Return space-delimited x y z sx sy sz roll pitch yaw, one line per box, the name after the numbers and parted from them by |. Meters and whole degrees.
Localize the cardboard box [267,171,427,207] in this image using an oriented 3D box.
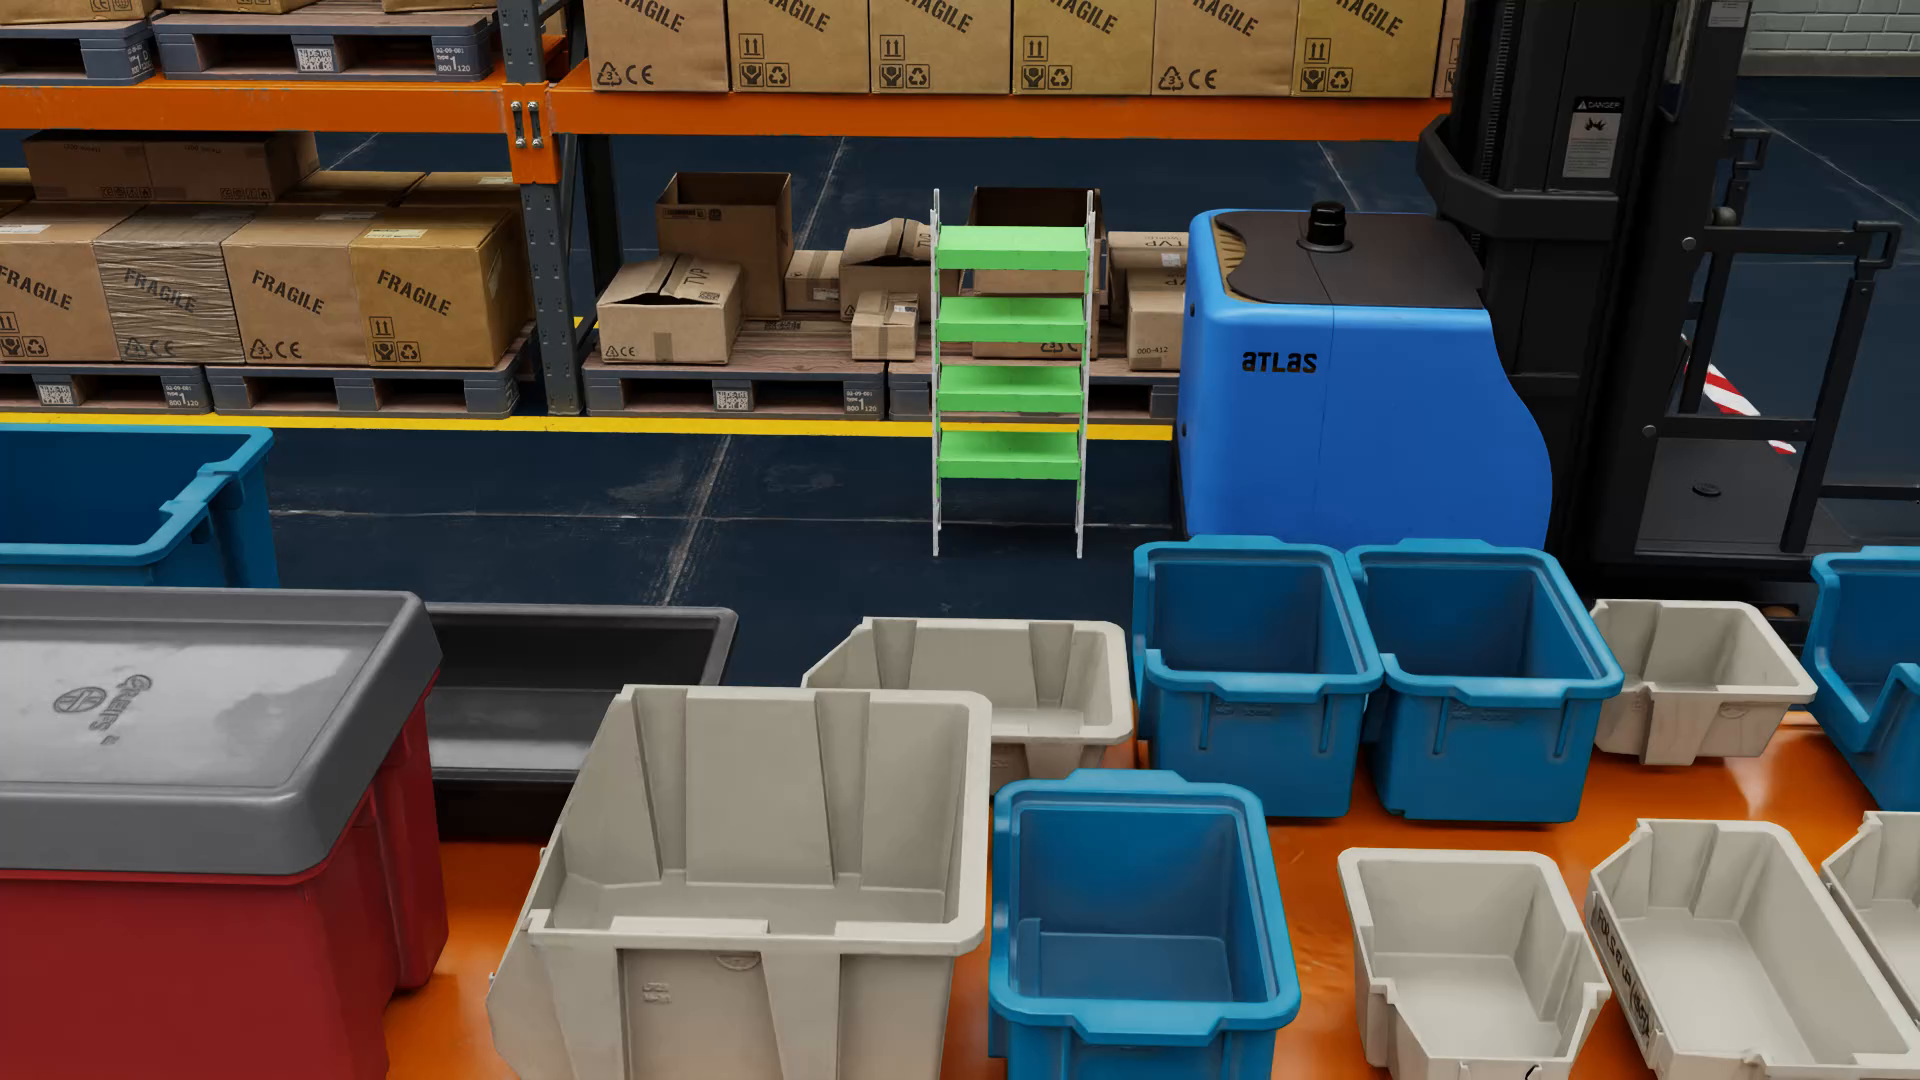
-2.583 -1.270 7.142 0.500 0.500 0.500 1 28 3 | cardboard box

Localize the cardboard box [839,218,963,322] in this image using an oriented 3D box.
-0.246 -1.171 7.158 0.500 0.311 0.500 1 28 2 | cardboard box

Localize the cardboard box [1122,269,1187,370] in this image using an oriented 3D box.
0.922 -0.891 6.694 0.500 0.250 0.500 1 28 2 | cardboard box

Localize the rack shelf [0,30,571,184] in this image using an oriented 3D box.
-3.574 -1.769 6.653 4.000 0.370 1.077 1 28 2 | rack shelf

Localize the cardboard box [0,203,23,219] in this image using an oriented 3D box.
-4.103 -1.052 6.731 0.500 0.500 0.500 1 28 1 | cardboard box

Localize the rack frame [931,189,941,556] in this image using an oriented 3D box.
-0.078 -0.531 5.471 0.015 1.200 0.240 1 28 2 | rack frame

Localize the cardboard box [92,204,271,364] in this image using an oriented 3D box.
-3.073 -1.039 6.706 0.500 0.500 0.500 1 28 2 | cardboard box

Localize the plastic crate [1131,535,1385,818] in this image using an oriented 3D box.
0.393 0.193 2.298 0.300 0.233 0.416 1 28 2 | plastic crate

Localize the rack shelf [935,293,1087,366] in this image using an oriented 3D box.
0.165 -0.683 5.381 0.480 0.148 0.258 1 28 2 | rack shelf

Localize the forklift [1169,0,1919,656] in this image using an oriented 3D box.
2.231 -1.184 4.855 3.031 2.935 1.130 2 28 4 | forklift

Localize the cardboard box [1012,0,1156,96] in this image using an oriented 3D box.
0.445 -1.938 6.097 0.500 0.500 0.500 1 28 1 | cardboard box

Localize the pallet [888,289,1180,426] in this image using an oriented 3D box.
0.334 -0.791 7.018 1.213 0.211 1.003 1 28 2 | pallet

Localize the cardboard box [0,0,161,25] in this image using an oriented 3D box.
-3.343 -2.284 6.301 0.500 0.500 0.700 -6 29 -11 | cardboard box

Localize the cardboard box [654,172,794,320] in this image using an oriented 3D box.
-0.996 -1.267 7.137 0.500 0.500 0.500 1 28 2 | cardboard box

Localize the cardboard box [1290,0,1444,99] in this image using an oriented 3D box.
1.447 -1.919 6.061 0.500 0.500 0.500 1 28 2 | cardboard box

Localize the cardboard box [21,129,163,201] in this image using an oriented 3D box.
-3.551 -1.622 7.006 0.500 0.250 0.500 0 28 1 | cardboard box

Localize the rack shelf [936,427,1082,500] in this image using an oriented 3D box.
0.165 -0.259 5.606 0.480 0.148 0.258 1 28 2 | rack shelf

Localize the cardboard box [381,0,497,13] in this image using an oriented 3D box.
-2.041 -2.396 6.513 0.500 0.500 0.700 -8 29 -15 | cardboard box

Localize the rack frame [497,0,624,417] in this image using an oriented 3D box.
-1.575 -2.054 6.422 0.127 3.000 1.000 1 28 2 | rack frame

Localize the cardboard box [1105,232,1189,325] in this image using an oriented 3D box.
0.890 -1.126 7.137 0.500 0.250 0.500 1 28 2 | cardboard box

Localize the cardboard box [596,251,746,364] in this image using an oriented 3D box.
-1.163 -0.952 6.745 0.500 0.311 0.500 1 28 2 | cardboard box

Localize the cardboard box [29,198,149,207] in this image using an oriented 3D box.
-3.588 -1.290 7.180 0.500 0.500 0.500 0 28 0 | cardboard box

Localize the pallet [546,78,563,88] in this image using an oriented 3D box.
-2.178 -3.118 11.407 1.213 0.211 1.003 1 28 2 | pallet

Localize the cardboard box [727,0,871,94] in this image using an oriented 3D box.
-0.563 -1.955 6.129 0.500 0.500 0.500 1 28 3 | cardboard box

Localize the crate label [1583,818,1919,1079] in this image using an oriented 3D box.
0.854 0.487 1.846 0.243 0.136 0.396 1 28 2 | crate label

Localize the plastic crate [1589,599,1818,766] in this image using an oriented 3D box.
1.013 0.207 2.374 0.298 0.136 0.250 1 28 2 | plastic crate

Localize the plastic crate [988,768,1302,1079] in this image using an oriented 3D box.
0.183 0.464 1.787 0.300 0.233 0.416 1 28 2 | plastic crate

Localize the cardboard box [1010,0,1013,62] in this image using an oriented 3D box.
-0.038 -2.195 6.581 0.500 0.500 0.500 2 28 3 | cardboard box

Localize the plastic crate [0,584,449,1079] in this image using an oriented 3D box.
-0.870 0.342 1.770 0.583 0.464 0.402 1 28 2 | plastic crate

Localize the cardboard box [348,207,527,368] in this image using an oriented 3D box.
-2.078 -1.018 6.667 0.500 0.500 0.500 1 28 2 | cardboard box

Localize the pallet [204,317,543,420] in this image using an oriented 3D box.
-2.389 -0.818 7.067 1.213 0.211 1.003 1 28 2 | pallet

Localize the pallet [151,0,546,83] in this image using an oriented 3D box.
-2.370 -2.034 6.589 1.213 0.211 1.003 1 28 2 | pallet

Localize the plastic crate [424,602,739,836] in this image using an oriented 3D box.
-0.625 0.252 2.301 0.590 0.125 0.437 1 28 2 | plastic crate

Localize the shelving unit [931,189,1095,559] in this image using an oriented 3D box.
0.165 -0.527 5.464 0.503 1.200 0.258 1 28 2 | shelving unit
